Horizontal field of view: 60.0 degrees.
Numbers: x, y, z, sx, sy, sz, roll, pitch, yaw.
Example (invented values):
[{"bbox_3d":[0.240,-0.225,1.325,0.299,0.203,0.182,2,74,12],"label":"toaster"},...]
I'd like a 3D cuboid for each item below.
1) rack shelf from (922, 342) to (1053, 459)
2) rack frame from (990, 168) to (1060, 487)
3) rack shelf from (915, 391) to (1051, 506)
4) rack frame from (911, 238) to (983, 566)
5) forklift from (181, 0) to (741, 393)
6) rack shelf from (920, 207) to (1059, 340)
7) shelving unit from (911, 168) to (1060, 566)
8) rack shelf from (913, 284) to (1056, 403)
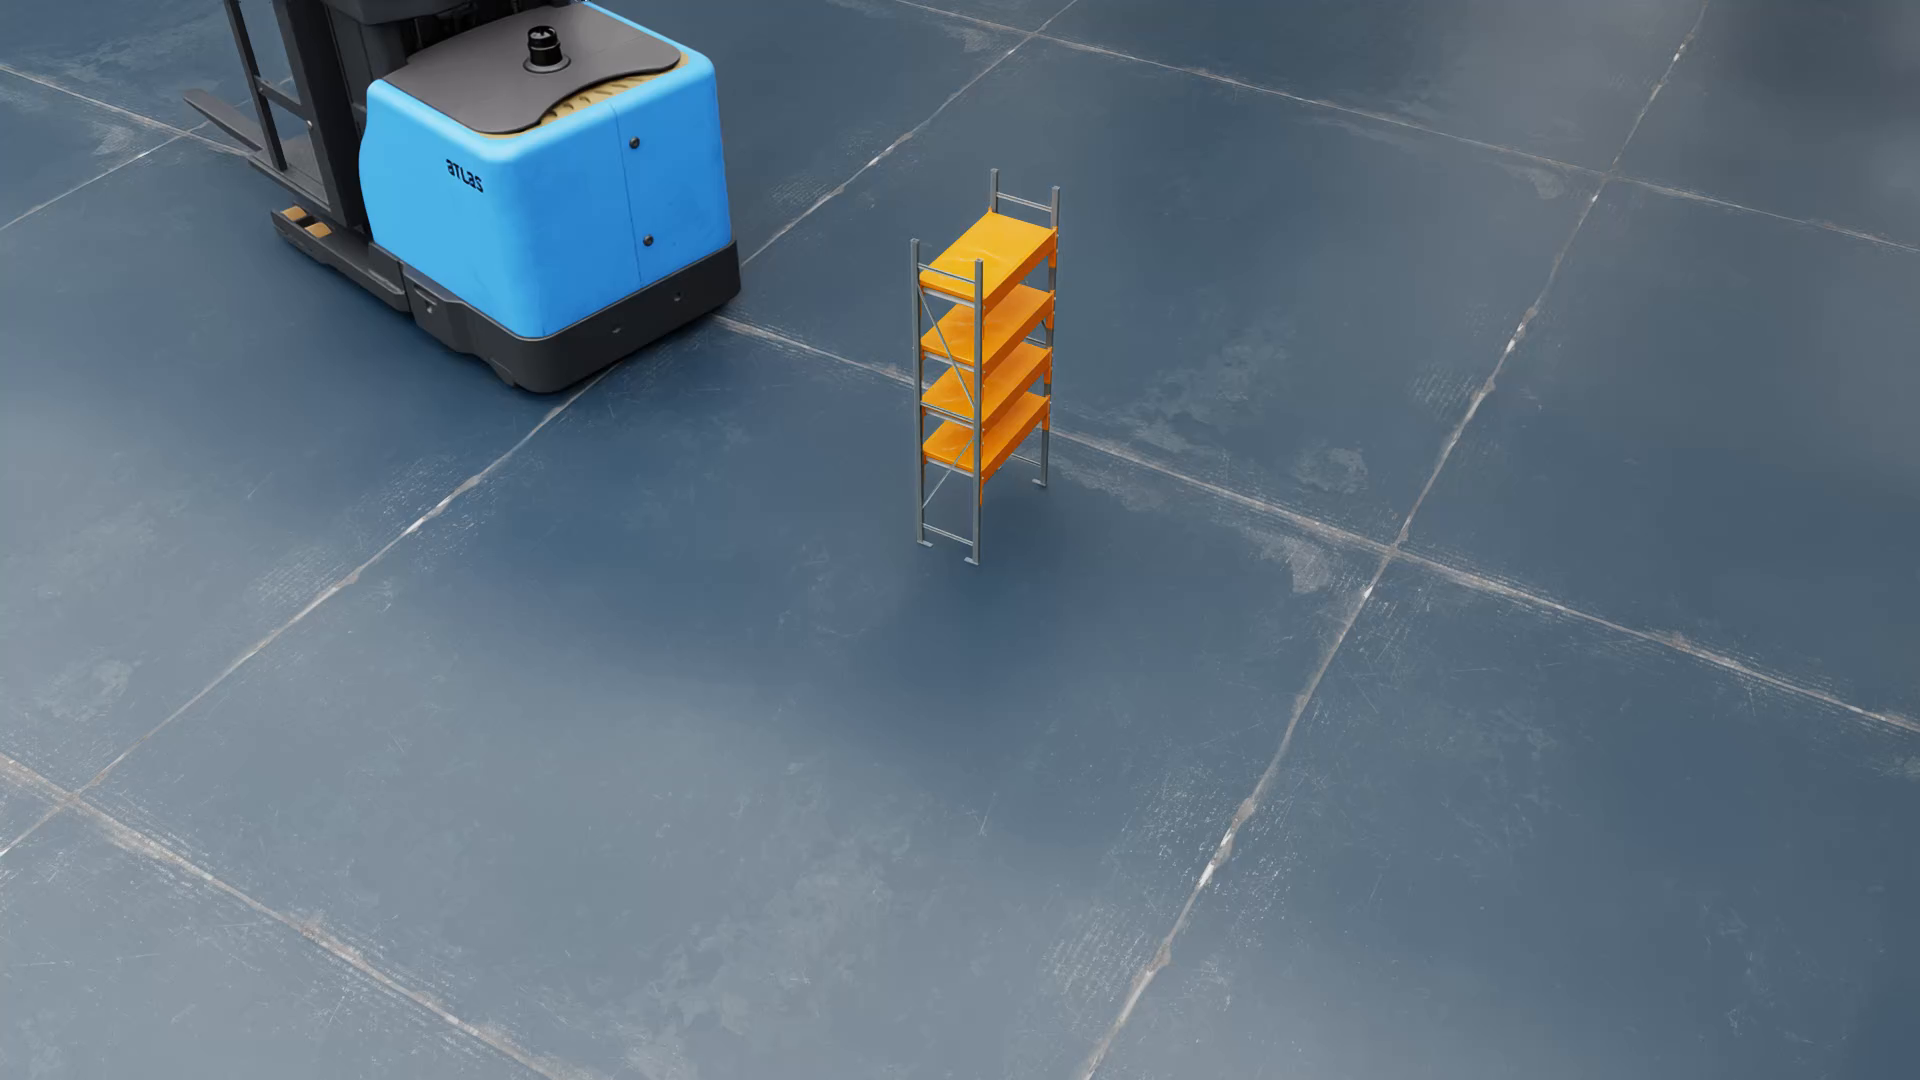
[{"bbox_3d":[0.083,-0.495,5.505,0.258,0.148,0.480,21,45,22],"label":"rack shelf"},{"bbox_3d":[0.205,-0.685,5.620,0.240,1.200,0.015,21,45,22],"label":"rack frame"},{"bbox_3d":[0.083,-0.345,5.637,0.258,0.148,0.480,21,45,22],"label":"rack shelf"},{"bbox_3d":[-0.039,-0.405,5.302,0.240,1.200,0.015,21,45,22],"label":"rack frame"},{"bbox_3d":[-2.317,-2.508,6.380,3.031,2.935,1.130,32,50,31],"label":"forklift"},{"bbox_3d":[0.083,-0.840,5.201,0.258,0.148,0.480,21,45,22],"label":"rack shelf"},{"bbox_3d":[0.083,-0.545,5.461,0.258,1.200,0.503,21,45,22],"label":"shelving unit"},{"bbox_3d":[0.083,-0.662,5.358,0.258,0.148,0.480,21,45,22],"label":"rack shelf"}]
